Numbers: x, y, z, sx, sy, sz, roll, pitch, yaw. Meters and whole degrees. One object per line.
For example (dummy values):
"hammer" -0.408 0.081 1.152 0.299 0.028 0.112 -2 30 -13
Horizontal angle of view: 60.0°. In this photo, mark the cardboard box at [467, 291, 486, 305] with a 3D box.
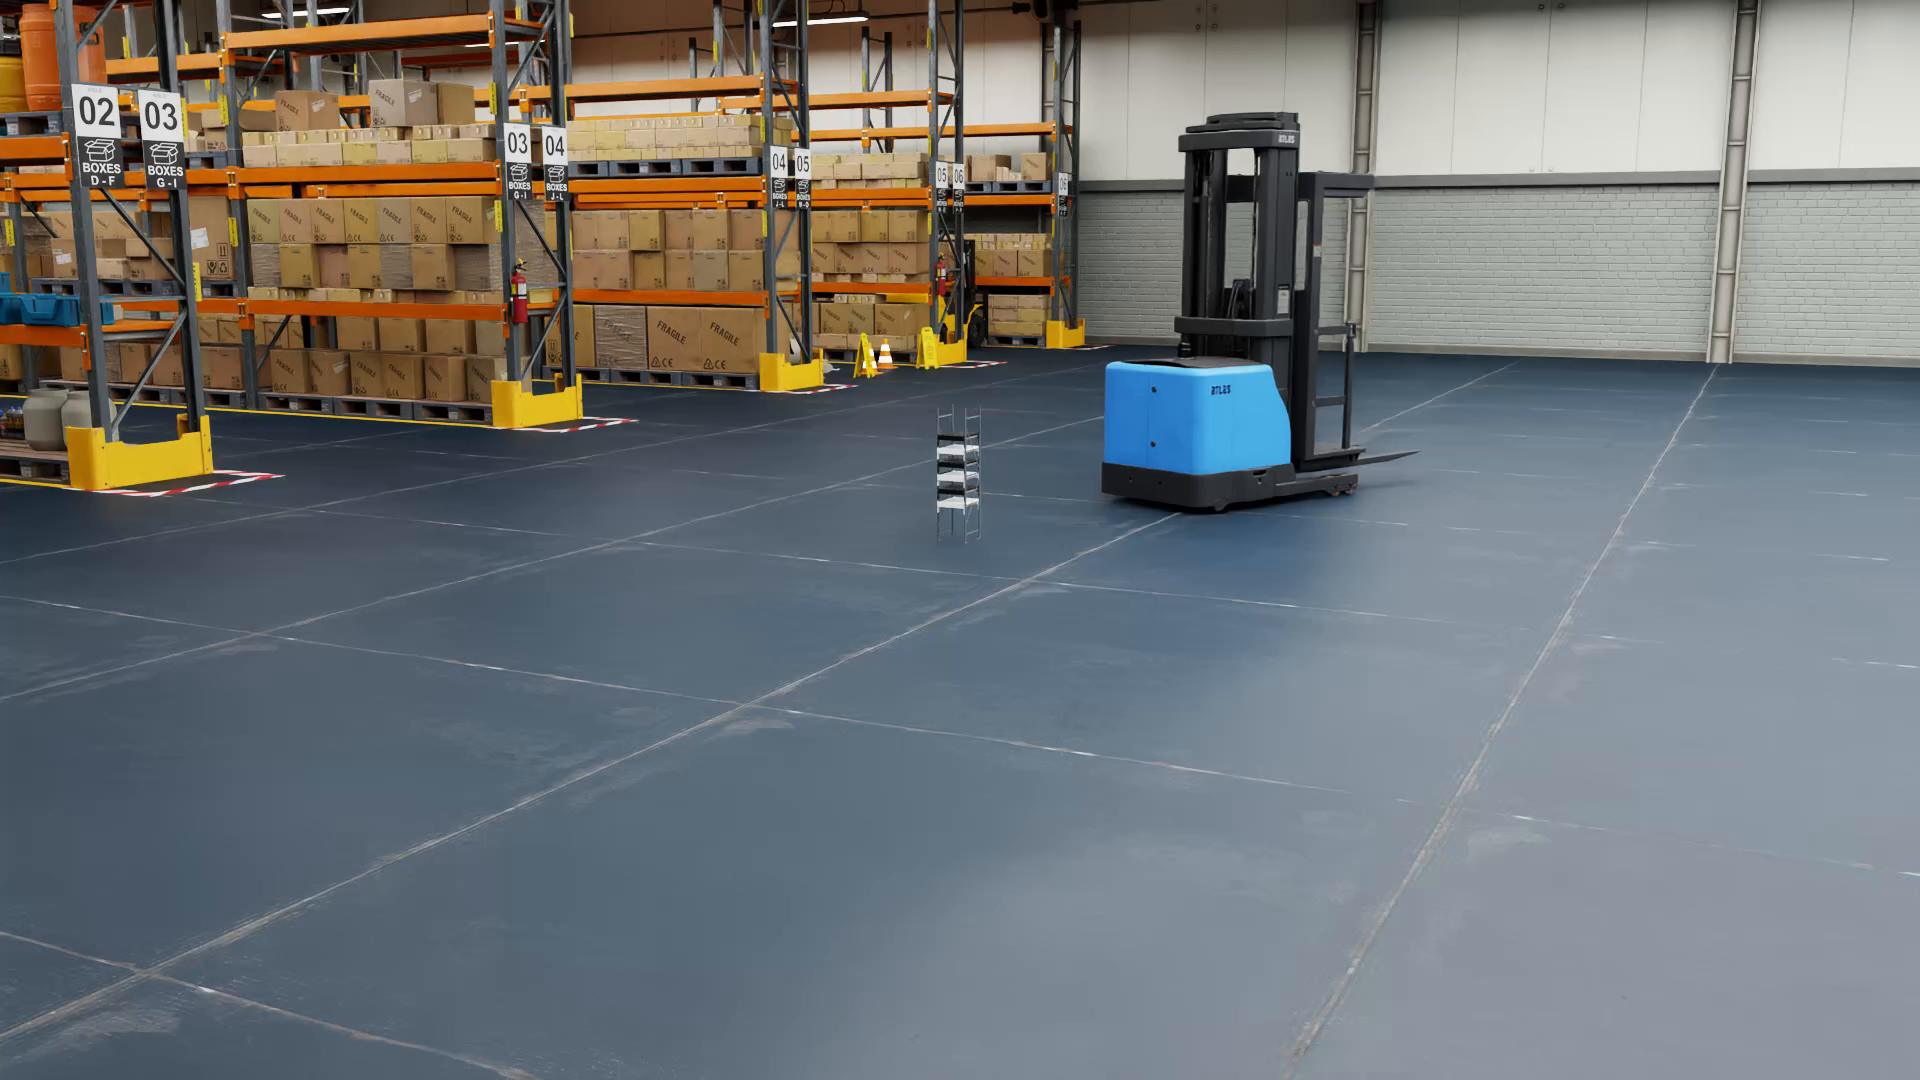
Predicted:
"cardboard box" -5.171 -2.661 18.215 0.250 0.149 0.380 5 11 26

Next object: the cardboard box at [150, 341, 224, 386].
"cardboard box" -9.650 -2.213 20.820 0.500 0.500 0.700 4 11 21

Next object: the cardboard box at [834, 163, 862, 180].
"cardboard box" -1.711 -5.984 27.033 0.500 0.250 0.500 5 12 27

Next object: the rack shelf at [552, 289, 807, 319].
"rack shelf" -4.109 -3.363 23.409 4.000 0.370 1.077 5 11 26

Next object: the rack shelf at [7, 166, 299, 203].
"rack shelf" -9.981 -4.370 20.550 4.000 0.370 1.077 5 11 26

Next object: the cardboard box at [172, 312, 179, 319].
"cardboard box" -12.531 -3.750 27.262 0.500 0.250 0.500 4 11 23

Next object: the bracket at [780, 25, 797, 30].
"bracket" -3.414 -10.456 33.630 0.430 0.232 0.235 5 11 26

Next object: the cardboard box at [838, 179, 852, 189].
"cardboard box" -1.795 -5.799 27.132 0.250 0.149 0.380 5 11 24

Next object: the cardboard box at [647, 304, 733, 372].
"cardboard box" -3.742 -2.832 23.244 0.875 0.875 0.875 5 11 25

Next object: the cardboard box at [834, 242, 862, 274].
"cardboard box" -1.718 -4.632 27.287 0.500 0.500 0.500 5 11 26

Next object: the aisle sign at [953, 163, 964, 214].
"aisle sign" -0.023 -5.682 26.901 0.004 0.787 0.394 5 11 26

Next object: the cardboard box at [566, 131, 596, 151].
"cardboard box" -5.134 -5.556 23.211 0.500 0.250 0.500 5 11 25

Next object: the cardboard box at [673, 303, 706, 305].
"cardboard box" -5.671 -4.757 34.931 0.500 0.500 0.500 5 12 27

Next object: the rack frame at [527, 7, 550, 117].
"rack frame" -7.390 -7.940 29.835 0.127 3.000 1.000 5 11 26

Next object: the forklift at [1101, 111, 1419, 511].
"forklift" 2.543 -1.848 13.211 3.031 2.935 1.130 -9 13 -40

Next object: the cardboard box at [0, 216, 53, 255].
"cardboard box" -12.423 -4.009 21.859 0.637 0.503 0.797 5 12 28

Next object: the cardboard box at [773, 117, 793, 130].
"cardboard box" -2.473 -5.637 22.538 0.250 0.149 0.380 5 11 26

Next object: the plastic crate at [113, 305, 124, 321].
"plastic crate" -7.452 -1.976 14.467 0.250 0.136 0.298 5 11 26

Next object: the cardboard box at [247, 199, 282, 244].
"cardboard box" -7.896 -3.702 19.338 0.500 0.500 0.500 5 11 26

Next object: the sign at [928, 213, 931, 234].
"sign" -0.479 -4.996 26.274 0.005 0.325 0.100 5 11 26

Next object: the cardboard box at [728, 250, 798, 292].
"cardboard box" -2.668 -3.655 22.582 0.550 0.550 0.875 5 11 26

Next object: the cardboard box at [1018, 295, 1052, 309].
"cardboard box" 1.427 -4.483 31.312 0.500 0.250 0.500 5 12 28

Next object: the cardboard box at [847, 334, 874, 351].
"cardboard box" -1.520 -3.274 27.441 0.500 0.250 0.500 5 11 26

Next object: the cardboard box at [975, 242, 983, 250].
"cardboard box" 0.381 -5.599 31.642 0.250 0.149 0.380 5 11 26

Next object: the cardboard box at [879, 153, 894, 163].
"cardboard box" -1.101 -6.126 26.698 0.250 0.149 0.380 5 11 25

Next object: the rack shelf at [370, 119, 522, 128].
"rack shelf" -9.183 -7.547 30.806 4.000 0.370 1.077 5 11 26

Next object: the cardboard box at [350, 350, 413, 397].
"cardboard box" -6.738 -1.949 19.415 0.500 0.500 0.500 4 11 21

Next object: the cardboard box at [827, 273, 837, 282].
"cardboard box" -2.008 -4.353 27.565 0.250 0.149 0.380 5 11 26

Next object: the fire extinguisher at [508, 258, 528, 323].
"fire extinguisher" -4.702 -2.654 17.692 0.183 0.674 0.296 5 11 26

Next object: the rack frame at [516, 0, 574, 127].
"rack frame" -5.902 -6.827 23.681 0.127 3.000 1.000 5 11 26

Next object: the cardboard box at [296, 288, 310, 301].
"cardboard box" -7.444 -2.846 19.241 0.250 0.149 0.380 5 11 26

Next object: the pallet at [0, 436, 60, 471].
"pallet" -8.697 -0.772 14.901 1.213 0.211 1.003 5 11 26

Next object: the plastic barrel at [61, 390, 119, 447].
"plastic barrel" -7.416 -1.006 14.174 0.421 0.512 0.421 0 10 0

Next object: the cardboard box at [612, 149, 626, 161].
"cardboard box" -4.583 -5.300 22.913 0.250 0.149 0.380 5 11 26

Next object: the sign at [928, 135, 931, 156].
"sign" -0.479 -6.182 26.059 0.005 0.325 0.100 5 11 26

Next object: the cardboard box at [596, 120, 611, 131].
"cardboard box" -4.811 -5.712 22.953 0.250 0.149 0.380 5 11 26

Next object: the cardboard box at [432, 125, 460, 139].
"cardboard box" -5.463 -4.389 17.937 0.250 0.149 0.380 4 11 23

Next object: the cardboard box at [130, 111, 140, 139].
"cardboard box" -10.334 -5.099 20.874 0.500 0.500 0.500 5 12 27

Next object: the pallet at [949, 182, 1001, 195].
"pallet" 0.257 -6.739 31.869 1.213 0.211 1.003 5 11 26

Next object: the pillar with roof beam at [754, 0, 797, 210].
"pillar with roof beam" -5.534 -8.087 30.646 0.548 9.000 9.100 5 11 26

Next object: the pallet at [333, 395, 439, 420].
"pallet" -6.471 -1.575 19.340 1.213 0.211 1.003 5 11 26

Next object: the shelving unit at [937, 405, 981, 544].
"shelving unit" -0.007 -0.443 11.154 0.210 0.900 0.258 5 11 26

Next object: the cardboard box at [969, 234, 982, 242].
"cardboard box" 0.374 -5.745 31.612 0.250 0.149 0.380 5 12 27

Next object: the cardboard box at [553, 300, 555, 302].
"cardboard box" -7.972 -4.217 30.895 0.875 0.875 0.875 5 11 25

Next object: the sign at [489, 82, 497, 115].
"sign" -4.864 -4.600 17.314 0.005 0.325 0.100 5 11 26

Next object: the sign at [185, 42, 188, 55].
"sign" -12.836 -8.084 27.559 0.005 0.325 0.100 5 11 26

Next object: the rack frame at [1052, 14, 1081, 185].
"rack frame" 1.978 -8.103 30.734 0.127 3.000 1.000 5 11 26

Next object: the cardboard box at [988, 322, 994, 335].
"cardboard box" 0.530 -4.073 31.852 0.500 0.250 0.500 5 11 26

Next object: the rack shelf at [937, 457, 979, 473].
"rack shelf" -0.007 -0.499 11.144 0.200 0.077 0.258 5 11 26

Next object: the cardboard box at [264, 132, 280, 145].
"cardboard box" -7.763 -4.604 19.124 0.250 0.149 0.380 4 11 23

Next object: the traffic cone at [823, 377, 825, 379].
"traffic cone" -2.163 -2.580 24.184 0.334 0.463 0.336 5 11 26

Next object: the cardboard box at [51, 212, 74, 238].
"cardboard box" -15.008 -5.307 28.207 0.500 0.500 0.500 5 11 24

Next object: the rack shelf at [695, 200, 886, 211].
"rack shelf" -3.403 -6.746 33.677 4.000 0.370 1.077 5 11 26
